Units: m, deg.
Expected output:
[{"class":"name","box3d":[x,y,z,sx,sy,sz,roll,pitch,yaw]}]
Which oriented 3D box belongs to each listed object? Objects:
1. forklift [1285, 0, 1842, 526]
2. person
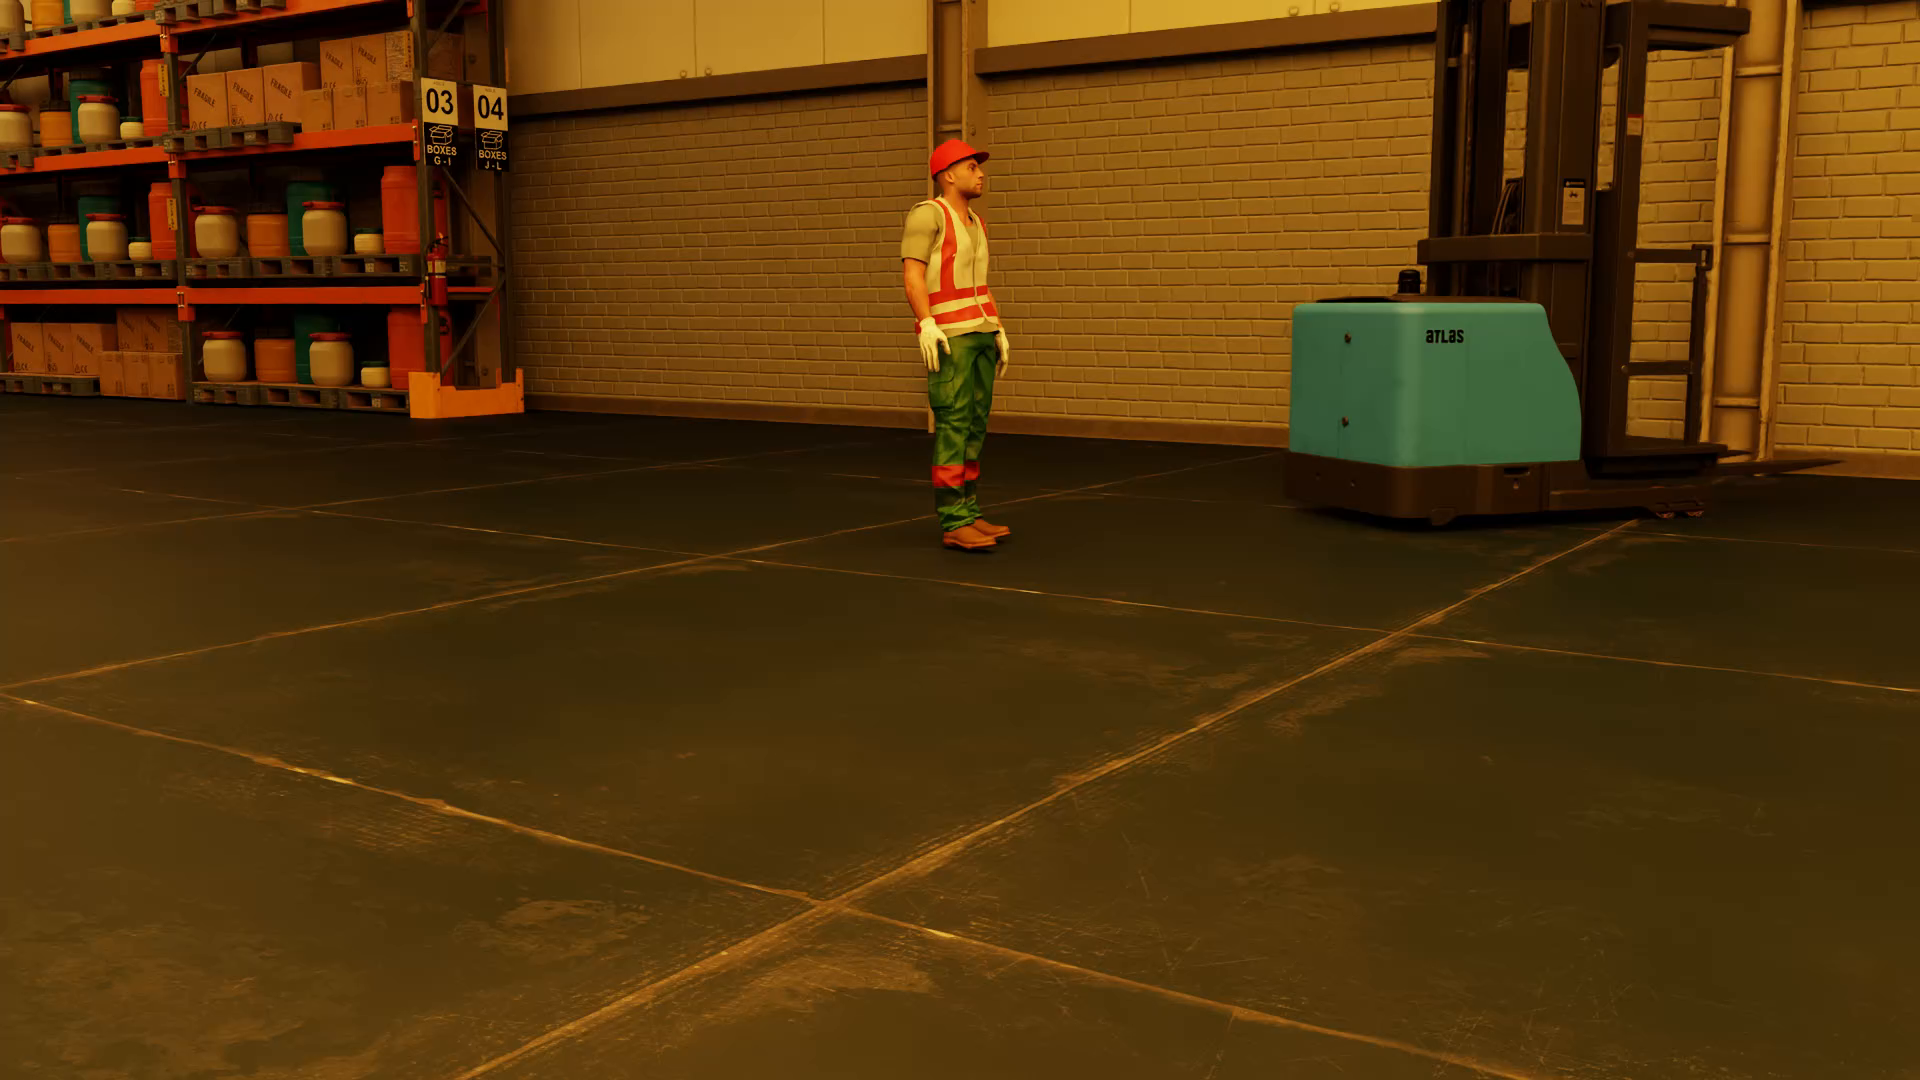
[{"class":"forklift","box3d":[3.264,-1.623,8.607,3.031,2.935,1.130,-3,9,-21]},{"class":"person","box3d":[0.060,-0.885,7.423,0.564,1.787,0.638,5,10,34]}]
